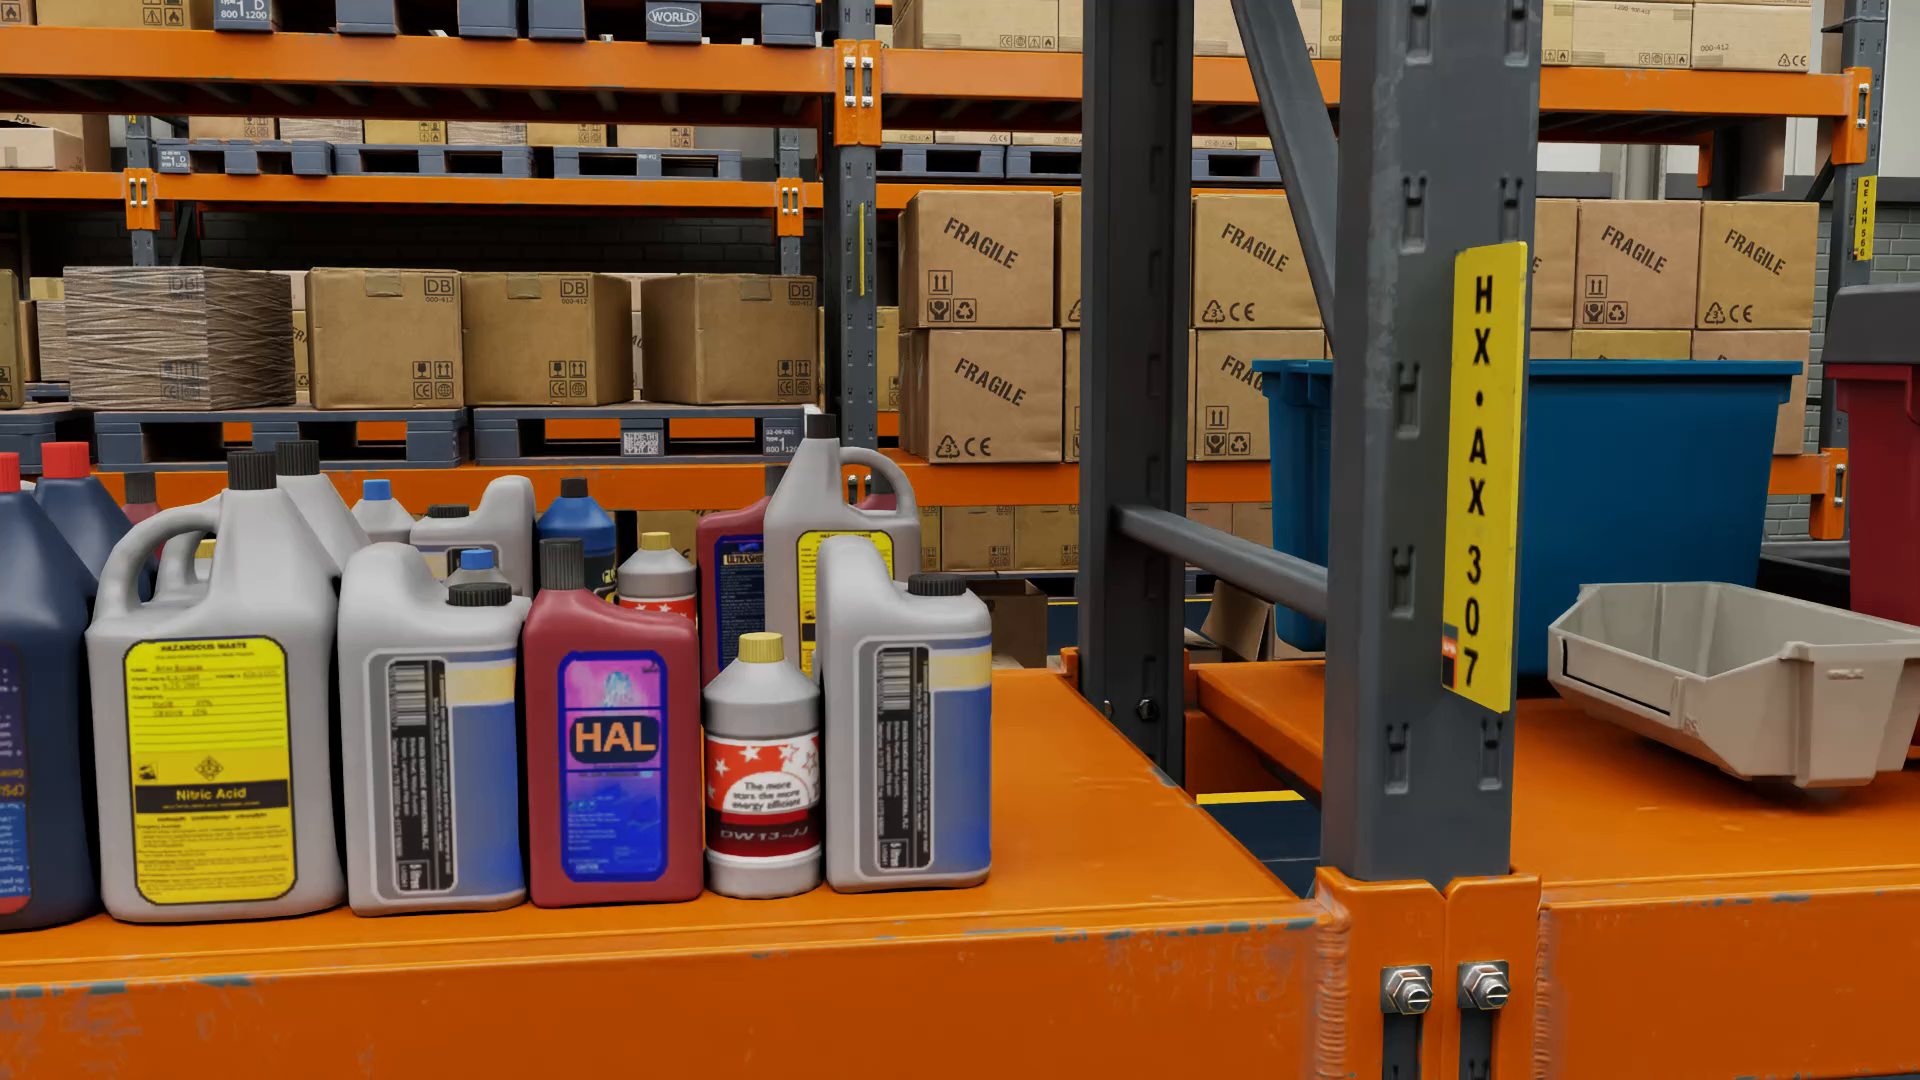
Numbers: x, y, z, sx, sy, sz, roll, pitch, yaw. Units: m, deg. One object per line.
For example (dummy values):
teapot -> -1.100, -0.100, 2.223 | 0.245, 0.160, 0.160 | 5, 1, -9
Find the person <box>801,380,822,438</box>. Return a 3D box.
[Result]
person -> -0.866, -0.043, 8.163 | 0.486, 1.696, 0.508 | -1, 7, -9
